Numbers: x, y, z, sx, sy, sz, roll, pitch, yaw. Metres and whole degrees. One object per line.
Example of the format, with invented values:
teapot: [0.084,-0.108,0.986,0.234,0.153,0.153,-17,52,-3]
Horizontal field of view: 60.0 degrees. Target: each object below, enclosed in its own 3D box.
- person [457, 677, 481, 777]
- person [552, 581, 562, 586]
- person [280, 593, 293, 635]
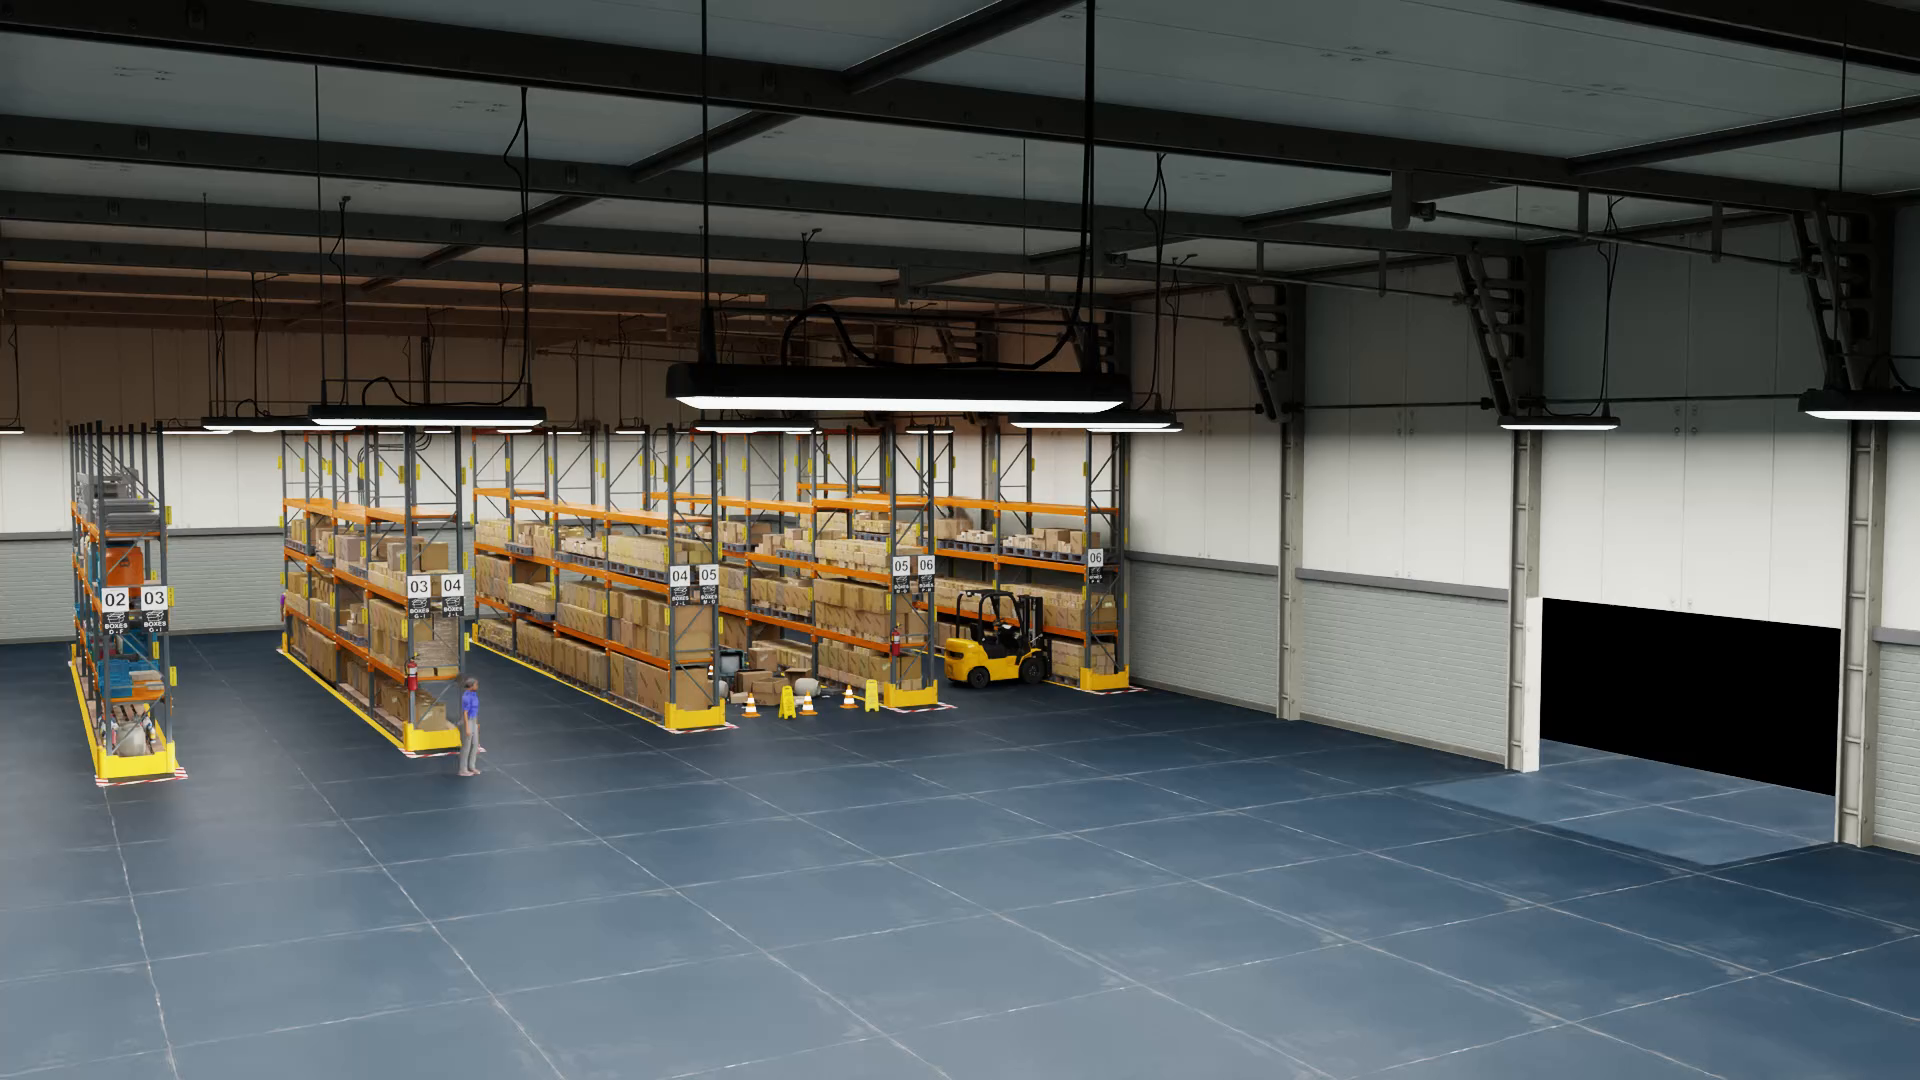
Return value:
person: [-8.318,3.153,28.171,0.368,1.669,0.462,0,4,3]
person: [-12.095,1.808,49.807,1.003,1.685,0.576,1,4,12]
person: [-18.231,2.025,45.361,0.582,1.776,0.403,-3,4,-37]
